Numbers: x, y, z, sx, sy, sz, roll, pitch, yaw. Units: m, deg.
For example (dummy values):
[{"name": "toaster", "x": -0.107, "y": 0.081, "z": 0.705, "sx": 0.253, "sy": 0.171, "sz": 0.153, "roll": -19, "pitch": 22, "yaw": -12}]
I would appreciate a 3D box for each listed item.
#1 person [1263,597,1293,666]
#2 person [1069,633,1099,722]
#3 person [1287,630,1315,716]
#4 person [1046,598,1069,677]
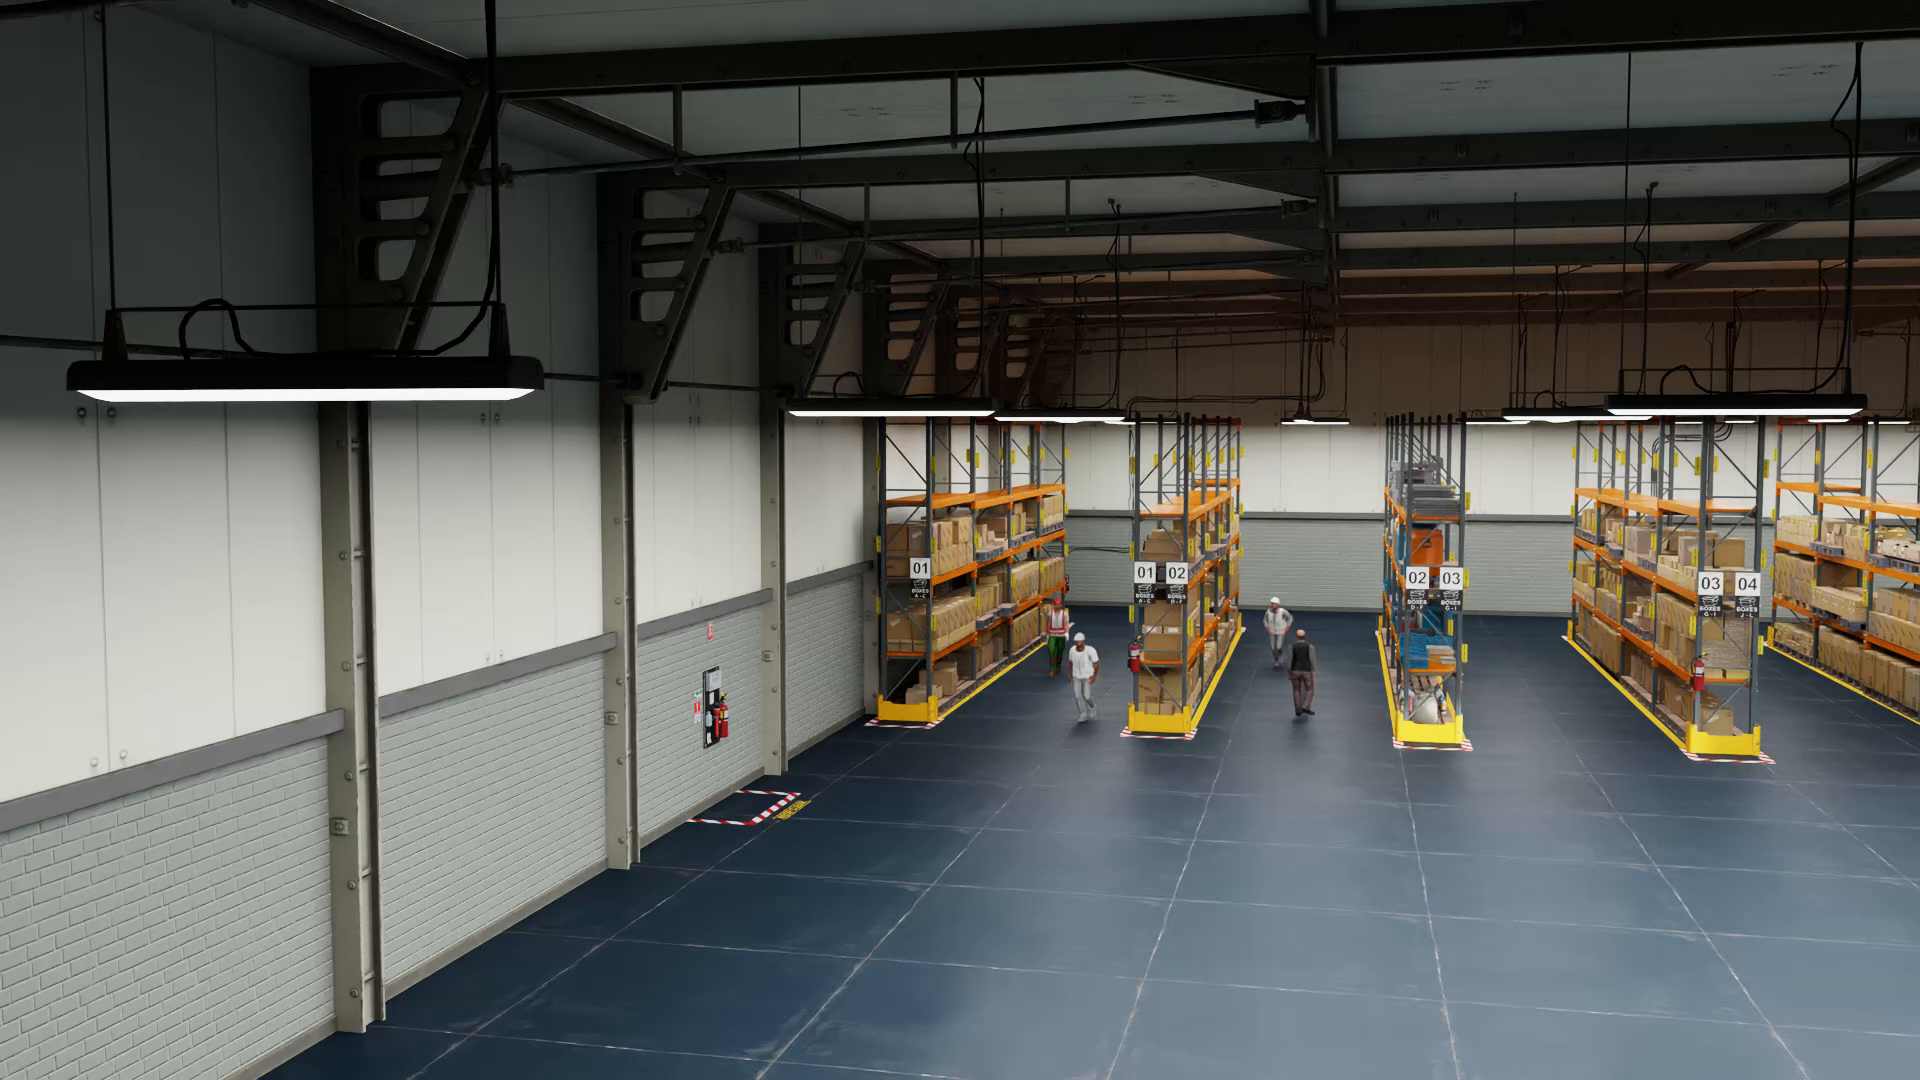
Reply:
[{"name": "person", "x": 7.607, "y": 2.193, "z": 39.747, "sx": 0.705, "sy": 1.685, "sz": 0.713, "roll": 2, "pitch": 4, "yaw": 23}, {"name": "person", "x": 2.430, "y": 2.662, "z": 32.454, "sx": 0.631, "sy": 1.739, "sz": 0.673, "roll": 2, "pitch": 4, "yaw": 27}, {"name": "person", "x": 6.762, "y": 2.640, "z": 32.961, "sx": 0.565, "sy": 1.720, "sz": 0.537, "roll": 1, "pitch": 4, "yaw": 14}, {"name": "person", "x": 2.261, "y": 2.228, "z": 38.422, "sx": 0.539, "sy": 1.748, "sz": 0.969, "roll": 0, "pitch": 4, "yaw": 0}]
